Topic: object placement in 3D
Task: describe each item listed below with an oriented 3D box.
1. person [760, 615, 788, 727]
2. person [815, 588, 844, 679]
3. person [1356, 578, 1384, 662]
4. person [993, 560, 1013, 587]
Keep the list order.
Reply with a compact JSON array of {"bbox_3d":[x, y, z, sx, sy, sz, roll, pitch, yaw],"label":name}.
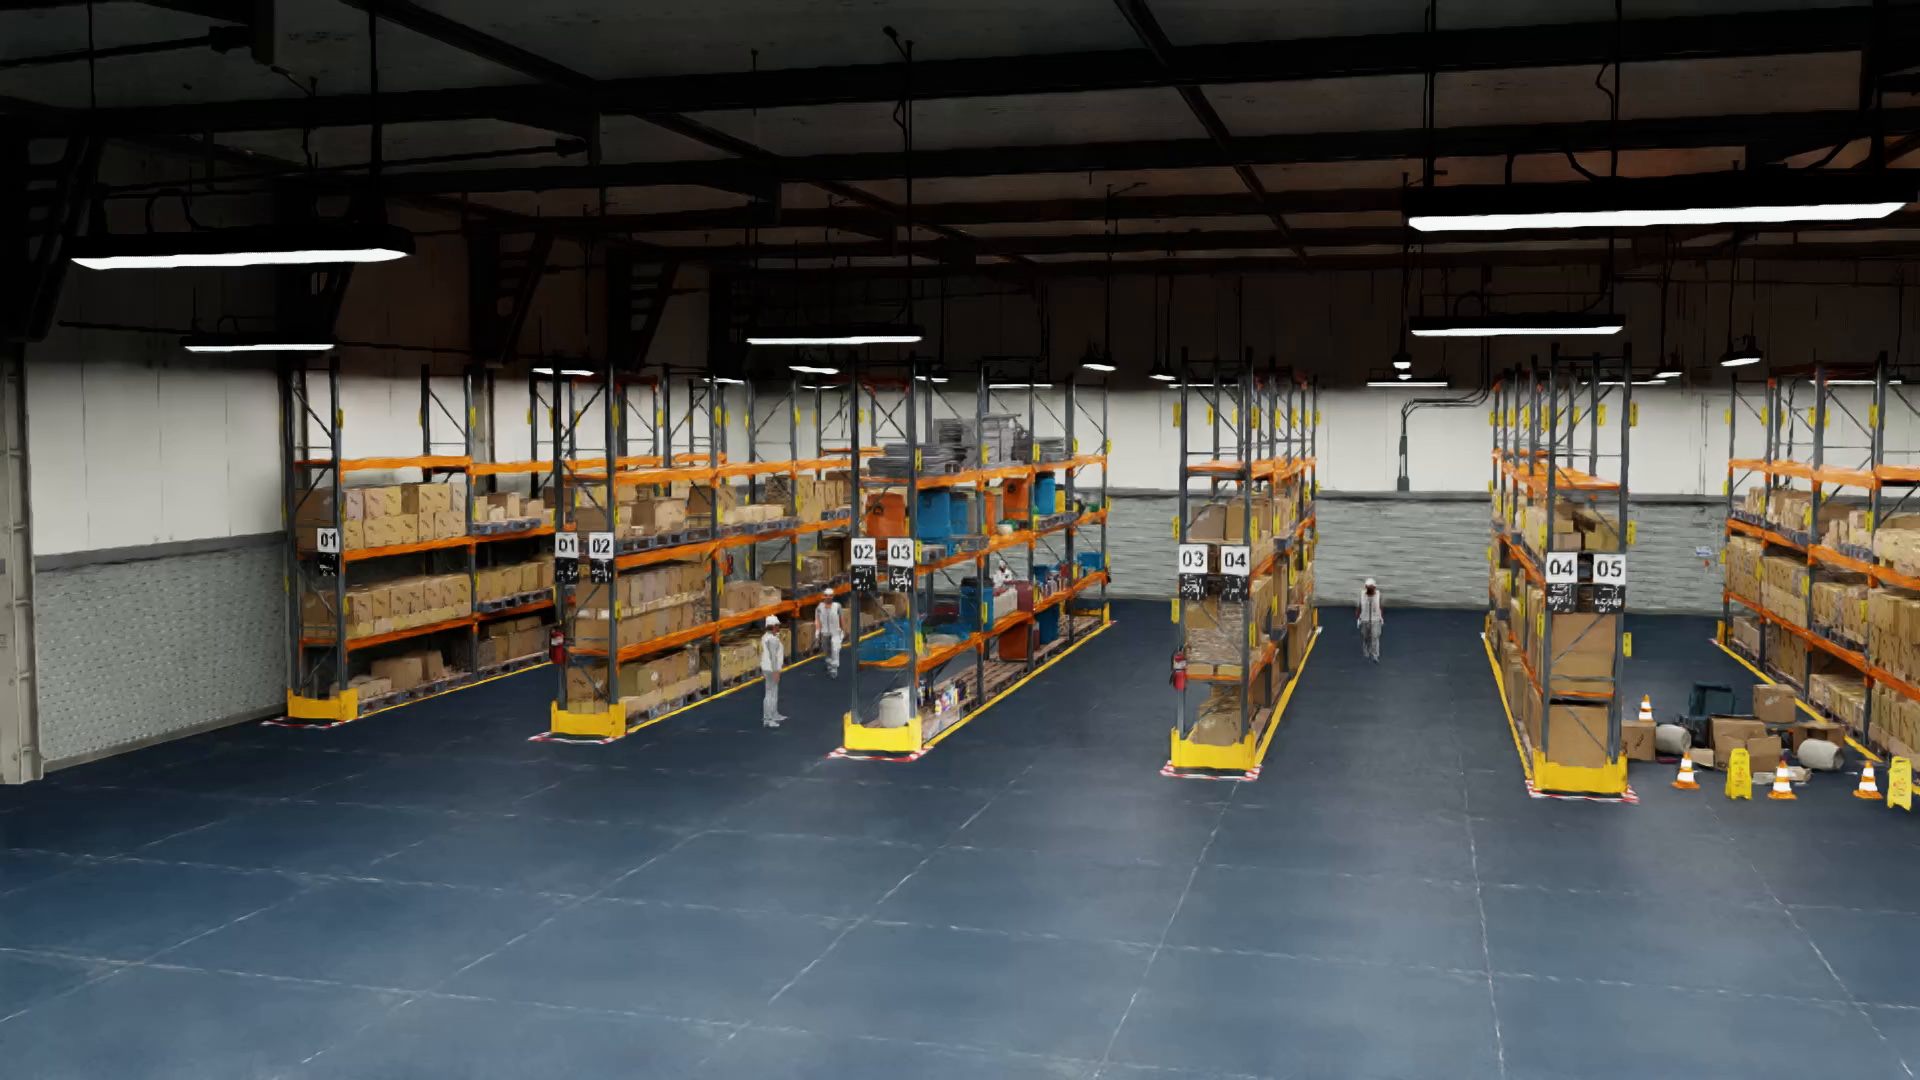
[{"bbox_3d":[-3.015,2.111,27.084,0.463,1.783,0.594,-1,4,-15],"label":"person"},{"bbox_3d":[-2.528,1.776,32.020,0.528,1.727,1.030,1,4,7],"label":"person"},{"bbox_3d":[8.423,1.623,34.187,0.568,1.703,1.106,1,4,18],"label":"person"},{"bbox_3d":[1.040,1.257,39.988,0.497,1.561,1.090,1,4,18],"label":"person"}]
